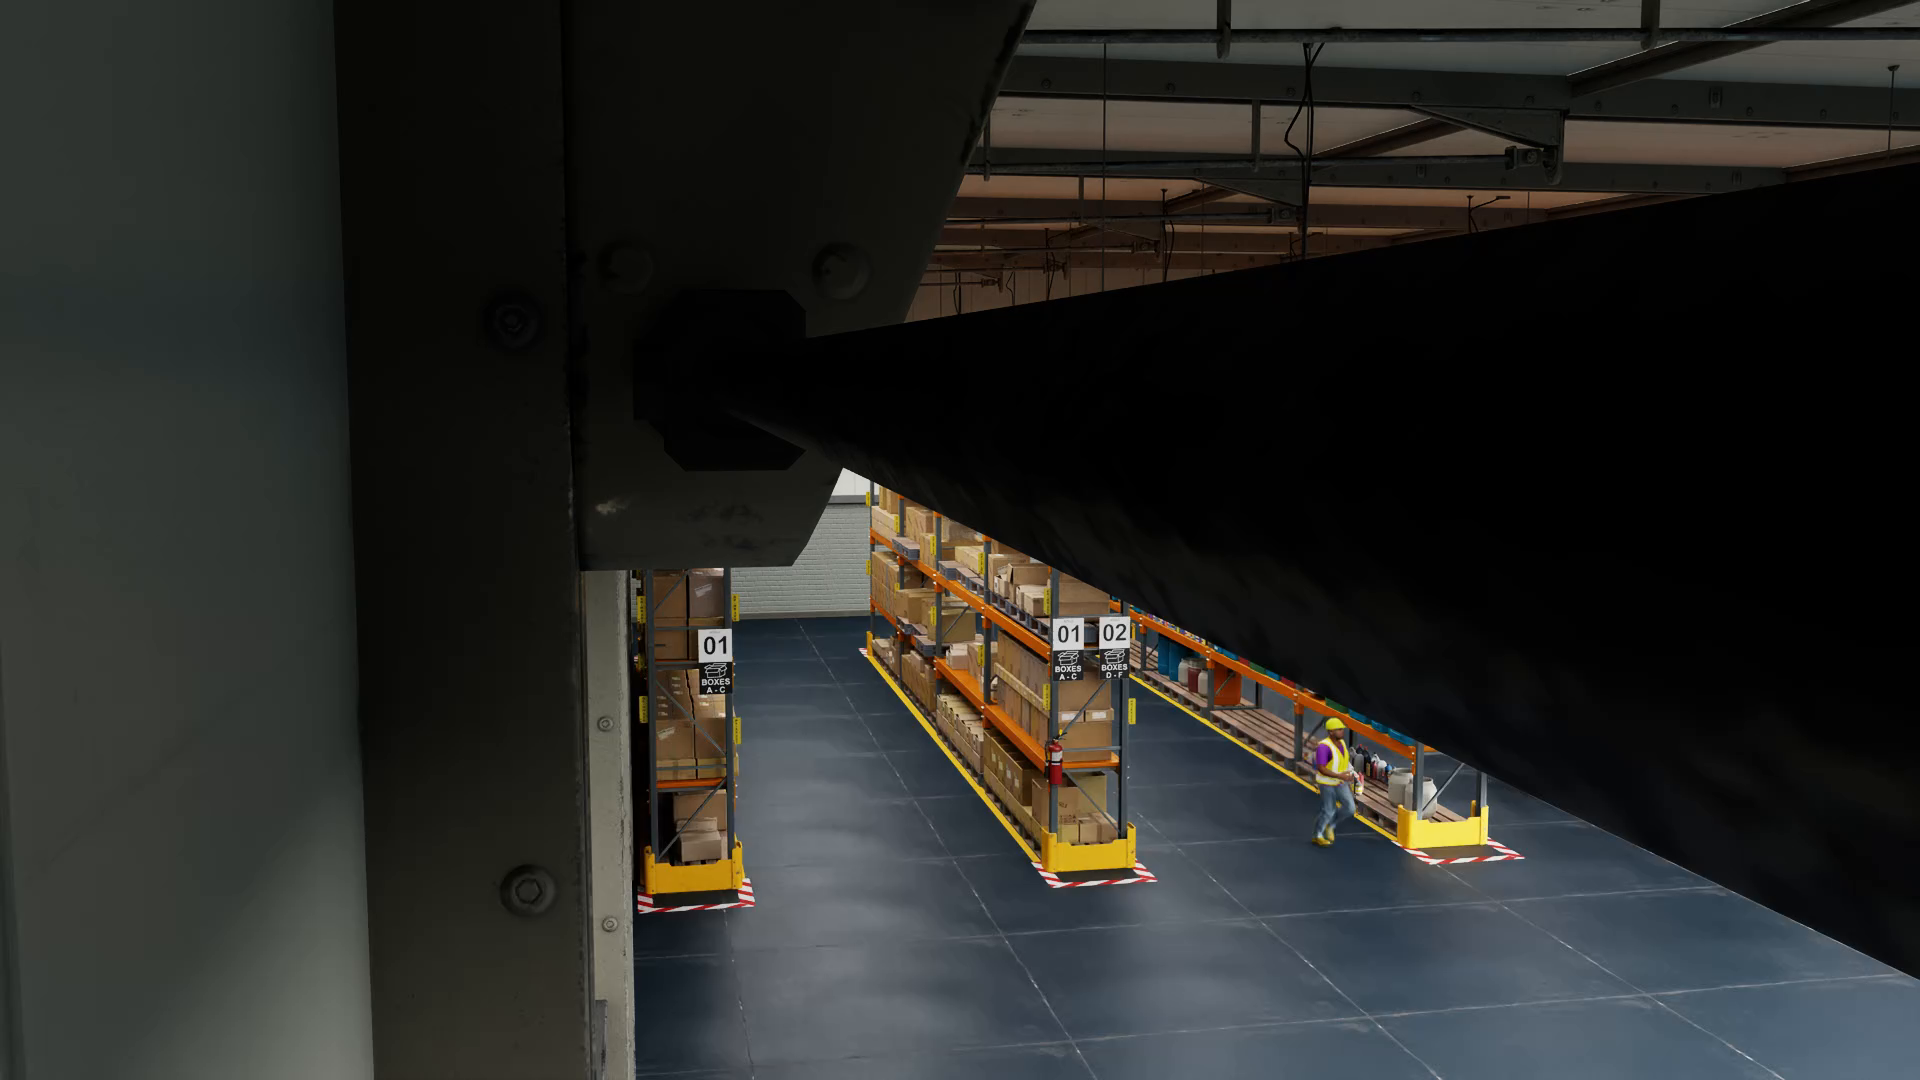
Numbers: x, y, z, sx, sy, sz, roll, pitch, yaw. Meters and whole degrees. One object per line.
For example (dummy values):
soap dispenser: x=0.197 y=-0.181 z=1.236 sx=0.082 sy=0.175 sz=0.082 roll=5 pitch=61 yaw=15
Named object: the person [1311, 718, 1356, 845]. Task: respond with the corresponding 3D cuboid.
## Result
person: x=4.935 y=3.184 z=21.846 sx=0.682 sy=1.715 sz=0.700 roll=-5 pitch=8 yaw=-42
